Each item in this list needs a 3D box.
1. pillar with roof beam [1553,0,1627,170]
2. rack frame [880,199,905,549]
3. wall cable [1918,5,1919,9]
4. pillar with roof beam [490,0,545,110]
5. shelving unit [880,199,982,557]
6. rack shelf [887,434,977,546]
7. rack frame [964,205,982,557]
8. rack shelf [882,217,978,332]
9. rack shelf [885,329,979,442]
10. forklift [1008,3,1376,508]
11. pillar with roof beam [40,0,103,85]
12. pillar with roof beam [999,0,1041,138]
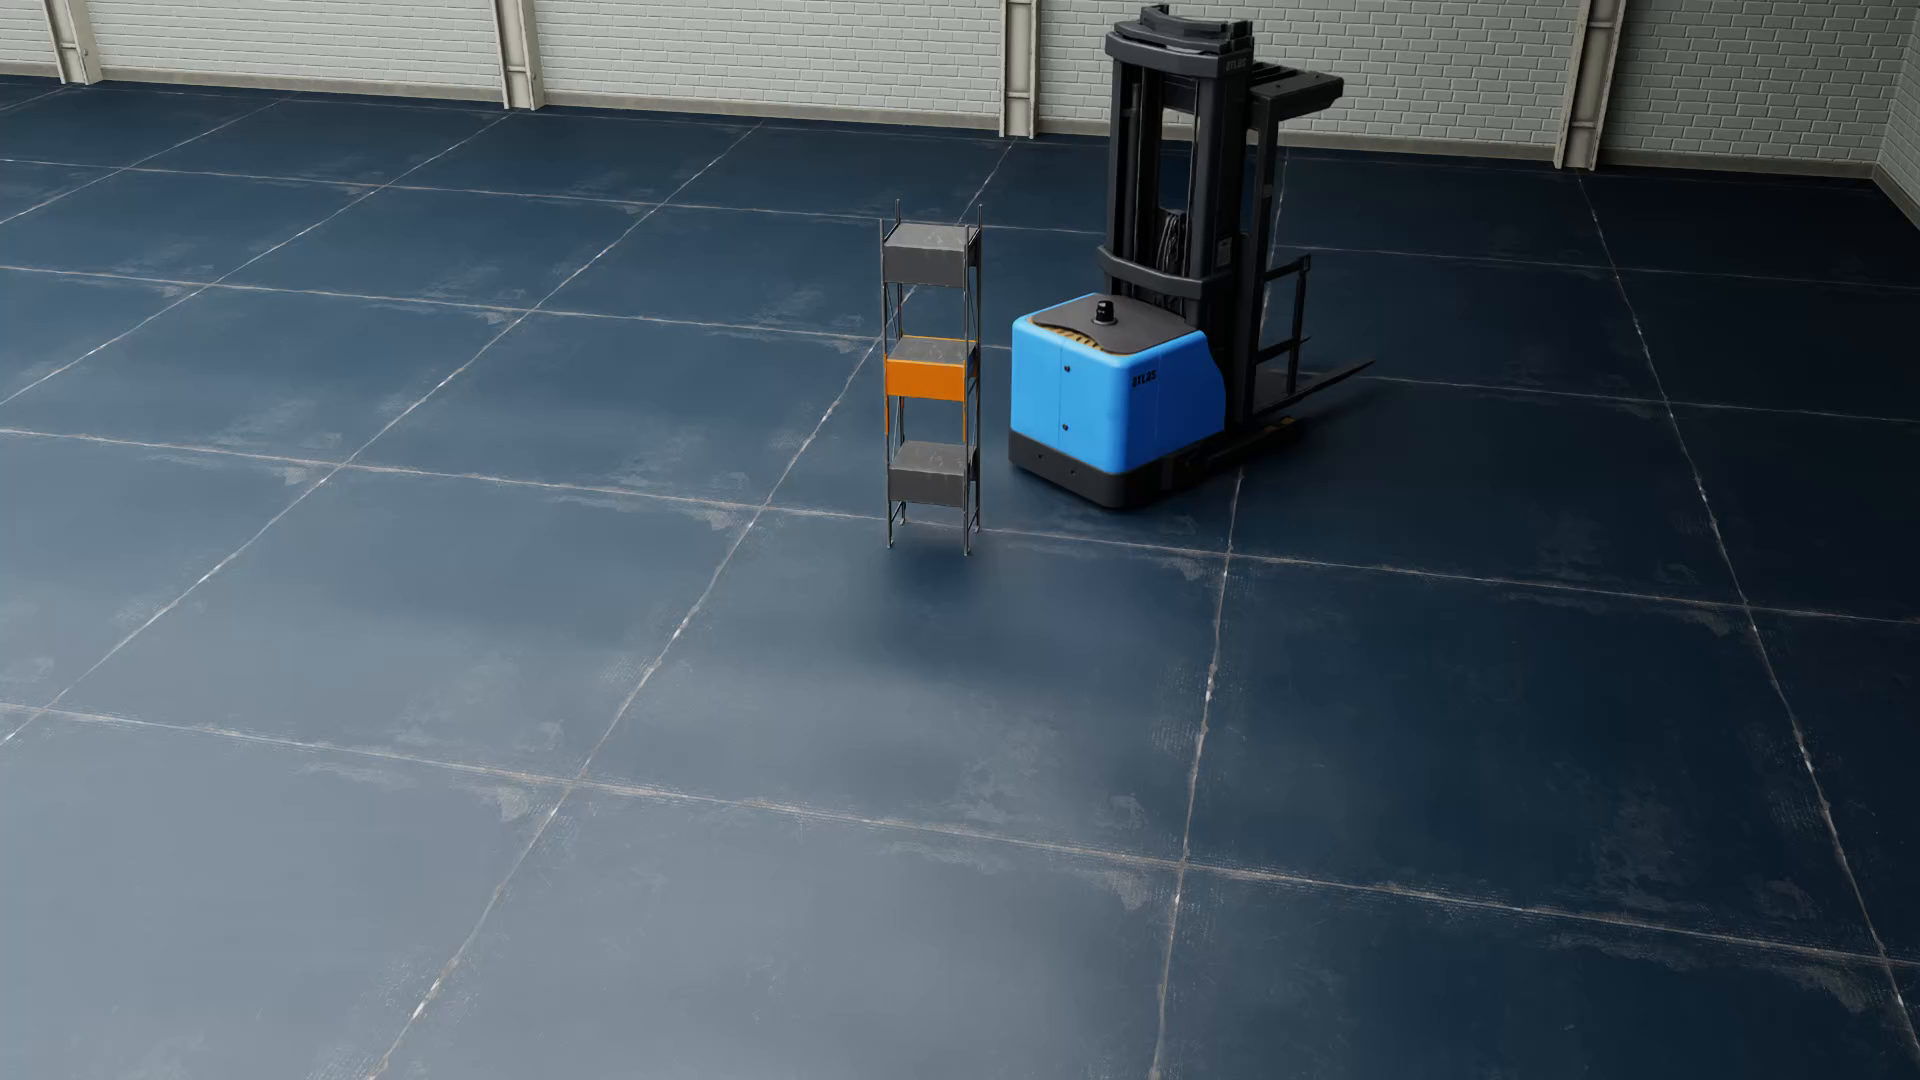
[{"bbox_3d":[5.634,-5.913,11.842,0.400,9.000,9.100,6,29,11],"label":"pillar with roof beam"},{"bbox_3d":[-0.401,-0.962,9.983,0.015,2.100,0.400,6,29,11],"label":"rack frame"},{"bbox_3d":[9.138,-5.656,14.607,0.112,2.526,3.097,6,29,11],"label":"wall cable"},{"bbox_3d":[-6.101,-7.116,14.040,0.400,9.000,9.100,6,29,11],"label":"pillar with roof beam"},{"bbox_3d":[-0.162,-0.938,9.938,0.503,2.100,0.431,6,29,11],"label":"shelving unit"},{"bbox_3d":[-0.162,-0.312,10.281,0.480,0.518,0.431,6,29,11],"label":"rack shelf"},{"bbox_3d":[0.077,-0.913,9.893,0.015,2.100,0.400,6,29,11],"label":"rack frame"},{"bbox_3d":[-0.162,-1.540,9.609,0.480,0.518,0.431,6,29,11],"label":"rack shelf"},{"bbox_3d":[-0.162,-0.926,9.945,0.480,0.518,0.431,6,29,11],"label":"rack shelf"},{"bbox_3d":[1.761,-2.079,11.157,3.031,2.935,1.130,-23,36,-36],"label":"forklift"},{"bbox_3d":[-11.969,-7.718,15.139,0.400,9.000,9.100,6,29,11],"label":"pillar with roof beam"},{"bbox_3d":[-0.233,-6.515,12.941,0.400,9.000,9.100,6,29,11],"label":"pillar with roof beam"}]
